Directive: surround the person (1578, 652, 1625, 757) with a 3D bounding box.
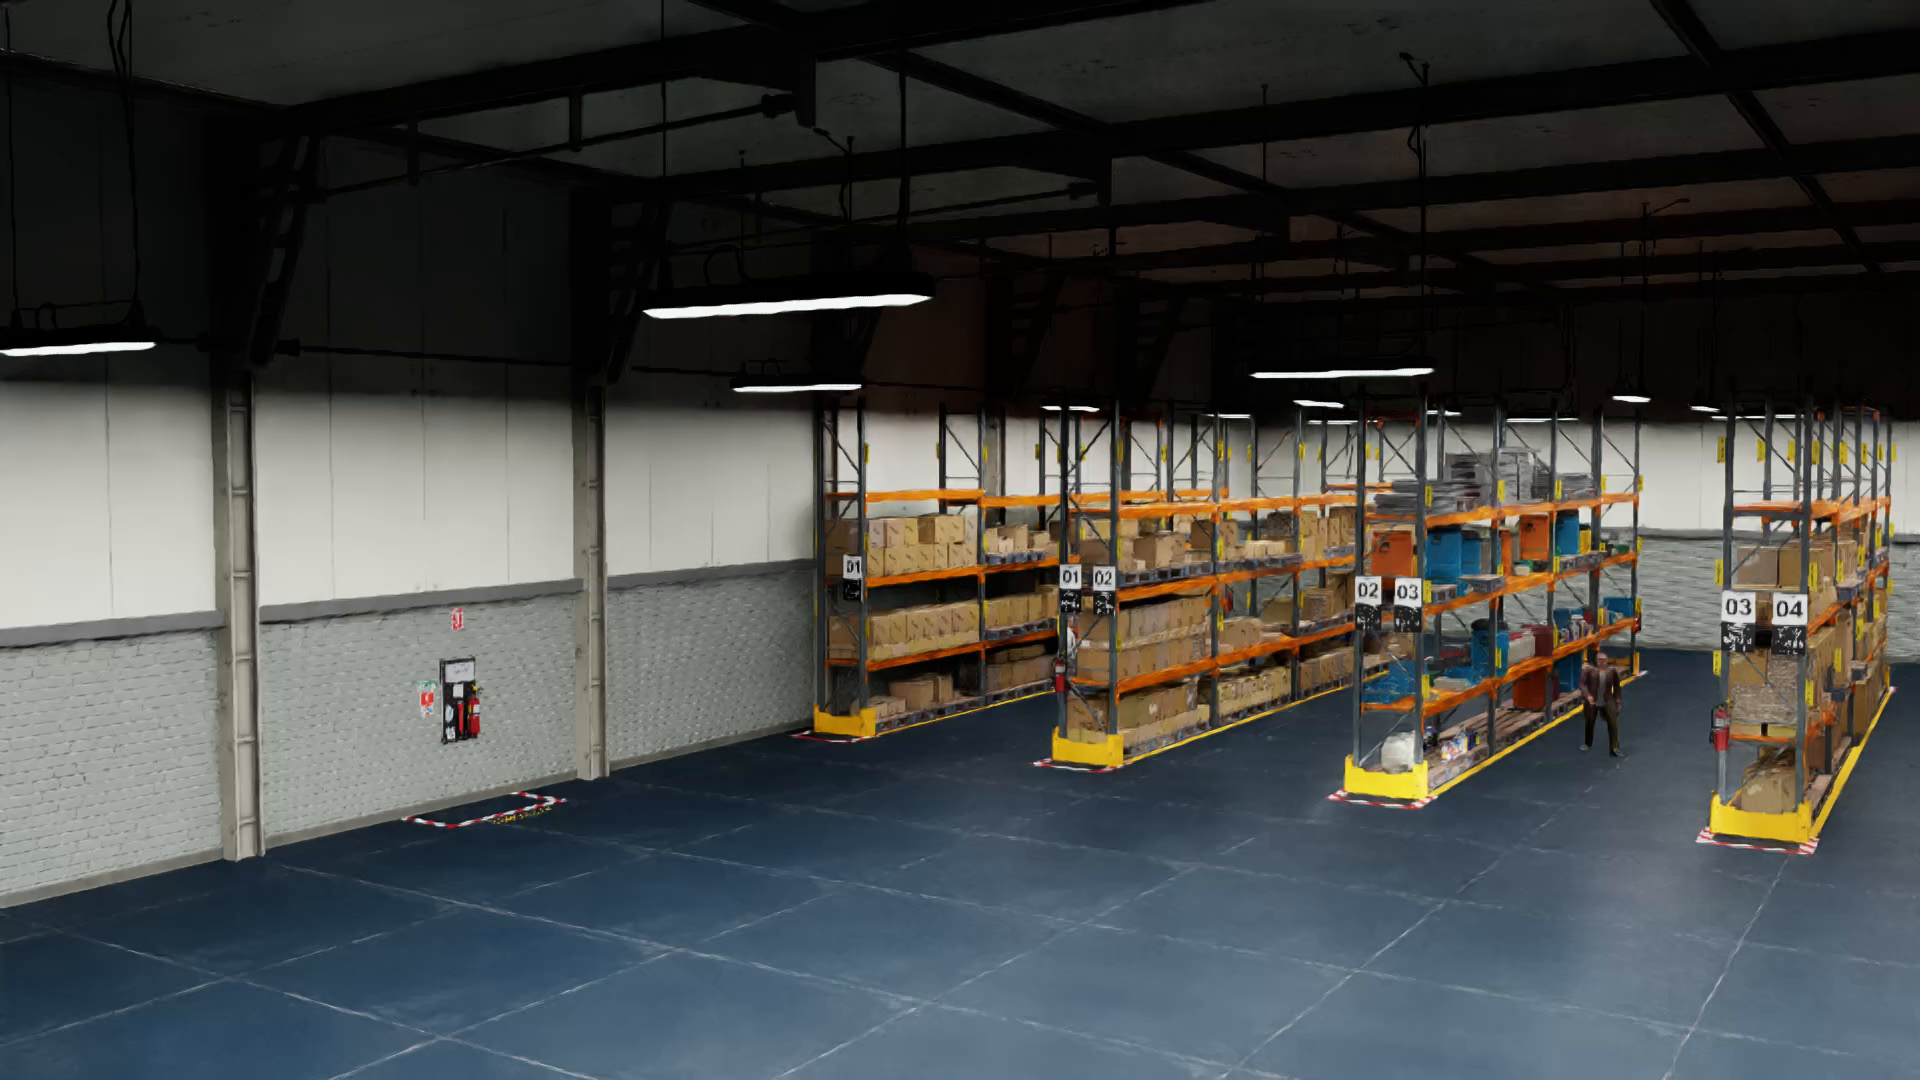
[{"bbox_3d":[10.591,2.689,27.511,0.724,1.713,0.901,1,3,16],"label":"person"}]

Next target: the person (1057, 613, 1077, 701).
[{"bbox_3d":[2.191,2.357,33.372,0.492,1.767,0.626,0,3,8],"label":"person"}]

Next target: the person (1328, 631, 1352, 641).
[{"bbox_3d":[9.910,1.925,43.303,0.688,1.628,0.505,-1,3,-12],"label":"person"}]
